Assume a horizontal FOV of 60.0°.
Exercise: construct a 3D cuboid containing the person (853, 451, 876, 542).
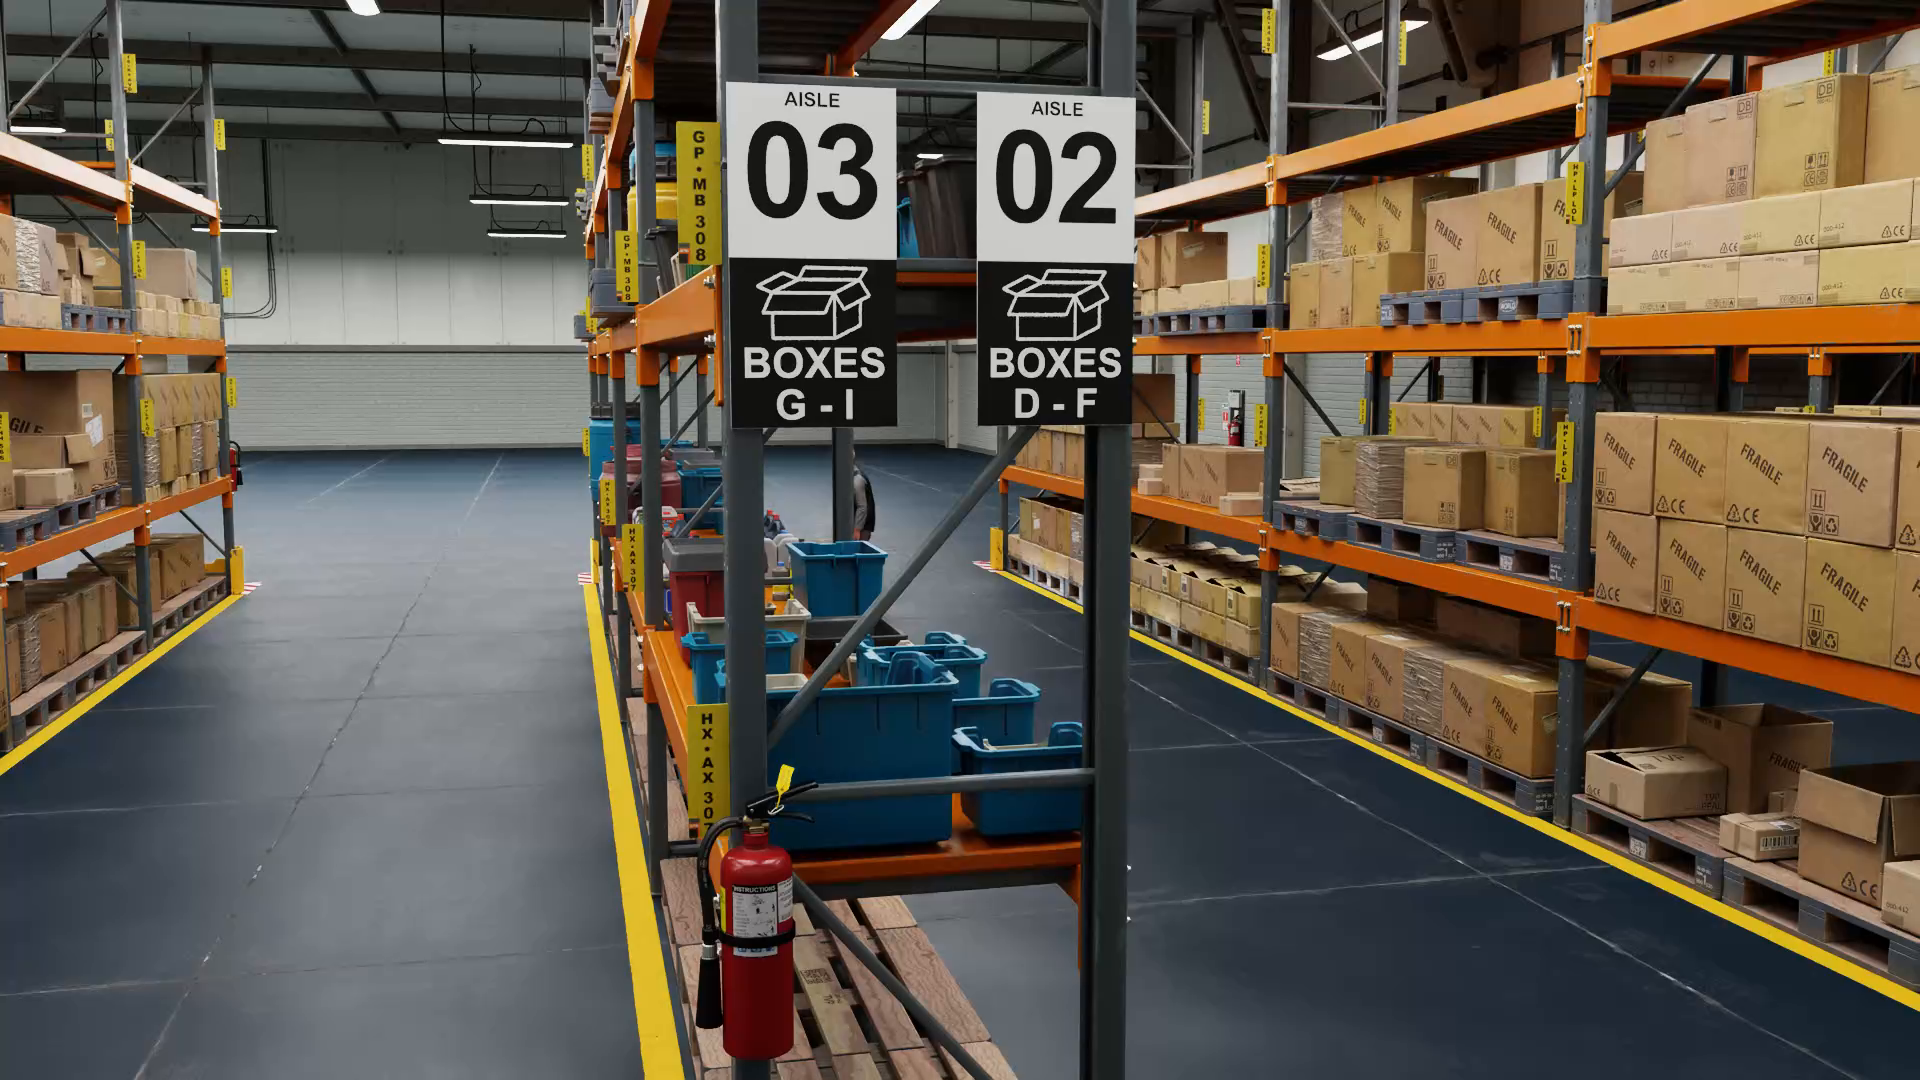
[{"bbox_3d":[-1.078,-0.084,16.851,0.427,1.719,0.581,-2,6,-17],"label":"person"}]
